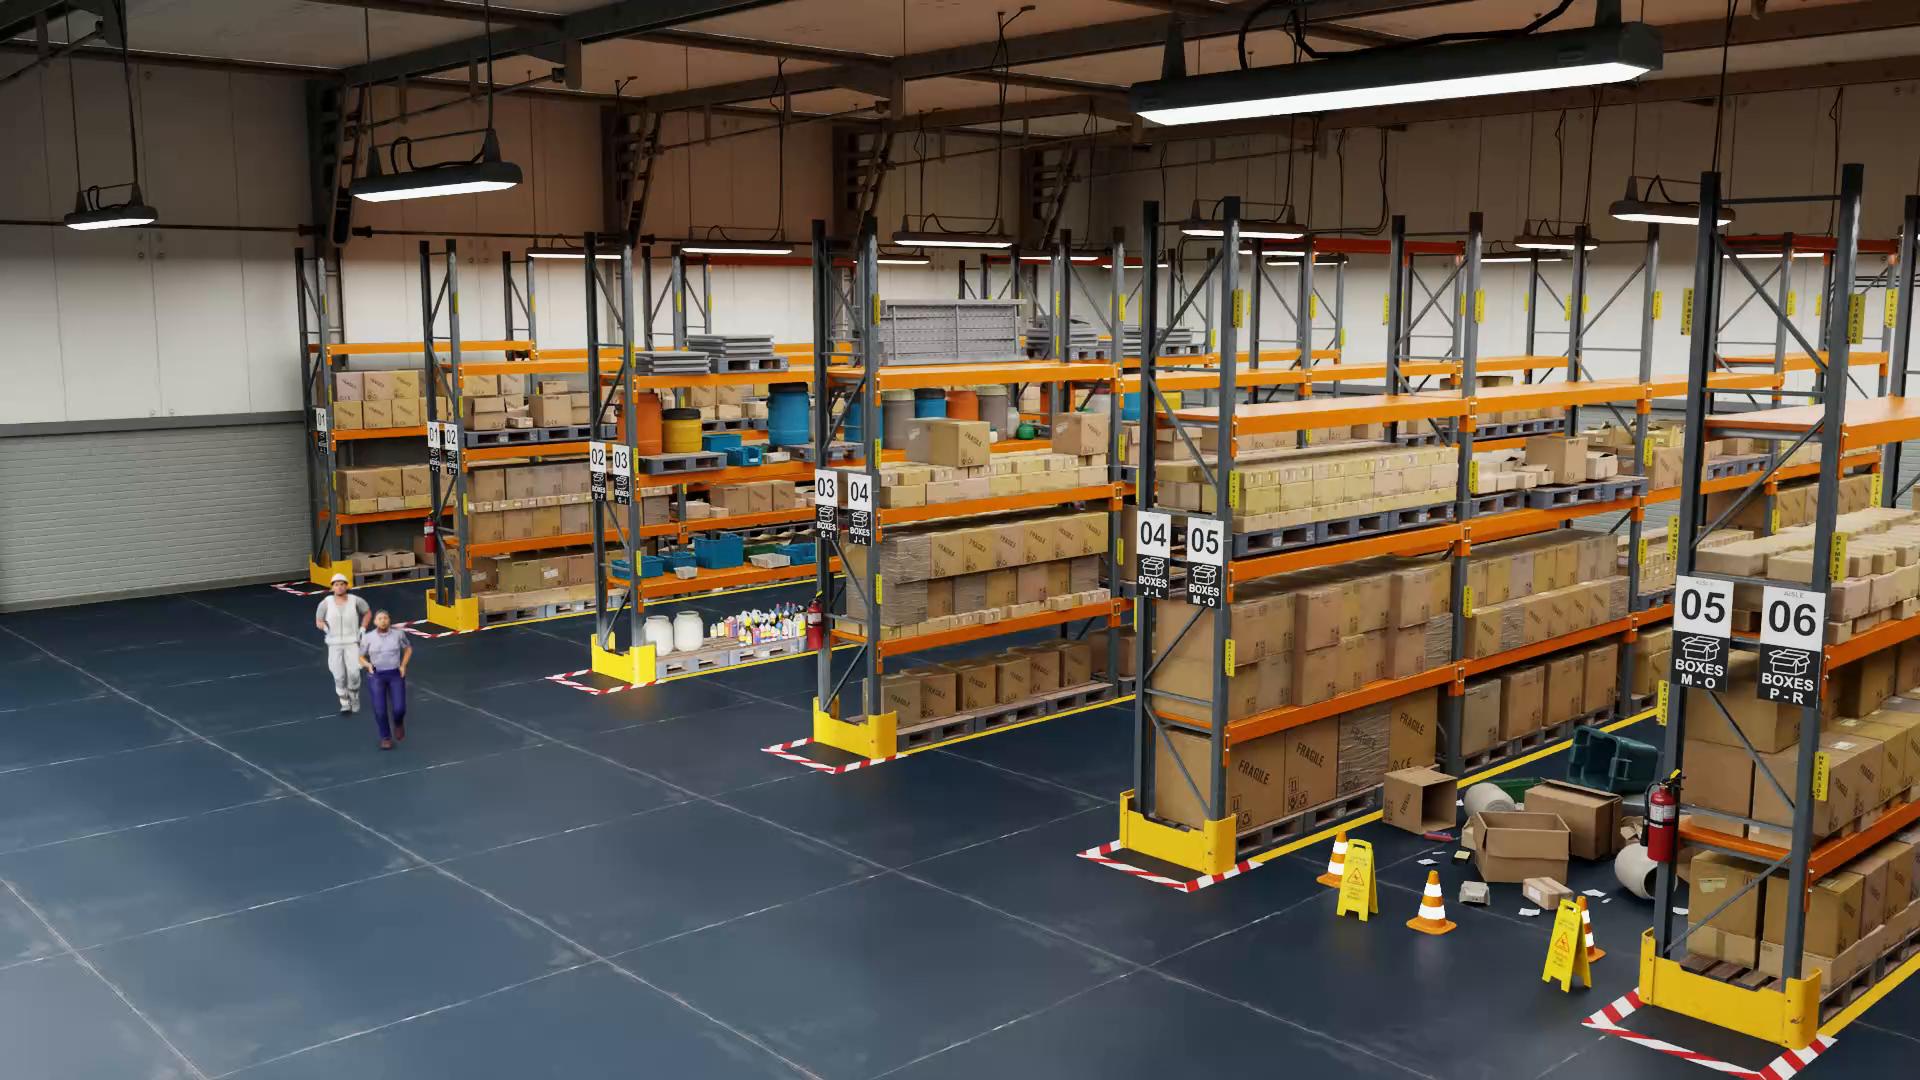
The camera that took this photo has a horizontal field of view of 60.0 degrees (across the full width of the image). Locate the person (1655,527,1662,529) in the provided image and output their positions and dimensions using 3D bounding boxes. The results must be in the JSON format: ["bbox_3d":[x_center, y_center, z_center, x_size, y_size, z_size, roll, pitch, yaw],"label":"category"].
[{"bbox_3d":[10.822,0.602,25.707,0.751,1.611,0.600,-6,10,-35],"label":"person"}]

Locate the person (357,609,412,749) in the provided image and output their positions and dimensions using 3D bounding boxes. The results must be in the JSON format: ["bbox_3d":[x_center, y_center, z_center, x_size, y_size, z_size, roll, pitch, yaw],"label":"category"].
[{"bbox_3d":[-6.571,1.593,19.048,0.600,1.599,0.561,-3,9,-21],"label":"person"}]

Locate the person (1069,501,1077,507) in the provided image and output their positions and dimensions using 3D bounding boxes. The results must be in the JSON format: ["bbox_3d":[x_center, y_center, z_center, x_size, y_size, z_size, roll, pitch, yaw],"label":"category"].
[{"bbox_3d":[1.991,-0.380,32.292,0.577,1.640,0.867,6,10,35],"label":"person"}]

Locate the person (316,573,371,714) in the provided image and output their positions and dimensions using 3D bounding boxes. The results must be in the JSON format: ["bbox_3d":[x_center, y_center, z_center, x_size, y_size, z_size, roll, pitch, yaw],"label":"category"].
[{"bbox_3d":[-7.583,1.296,20.477,0.638,1.764,0.617,-2,9,-16],"label":"person"}]
